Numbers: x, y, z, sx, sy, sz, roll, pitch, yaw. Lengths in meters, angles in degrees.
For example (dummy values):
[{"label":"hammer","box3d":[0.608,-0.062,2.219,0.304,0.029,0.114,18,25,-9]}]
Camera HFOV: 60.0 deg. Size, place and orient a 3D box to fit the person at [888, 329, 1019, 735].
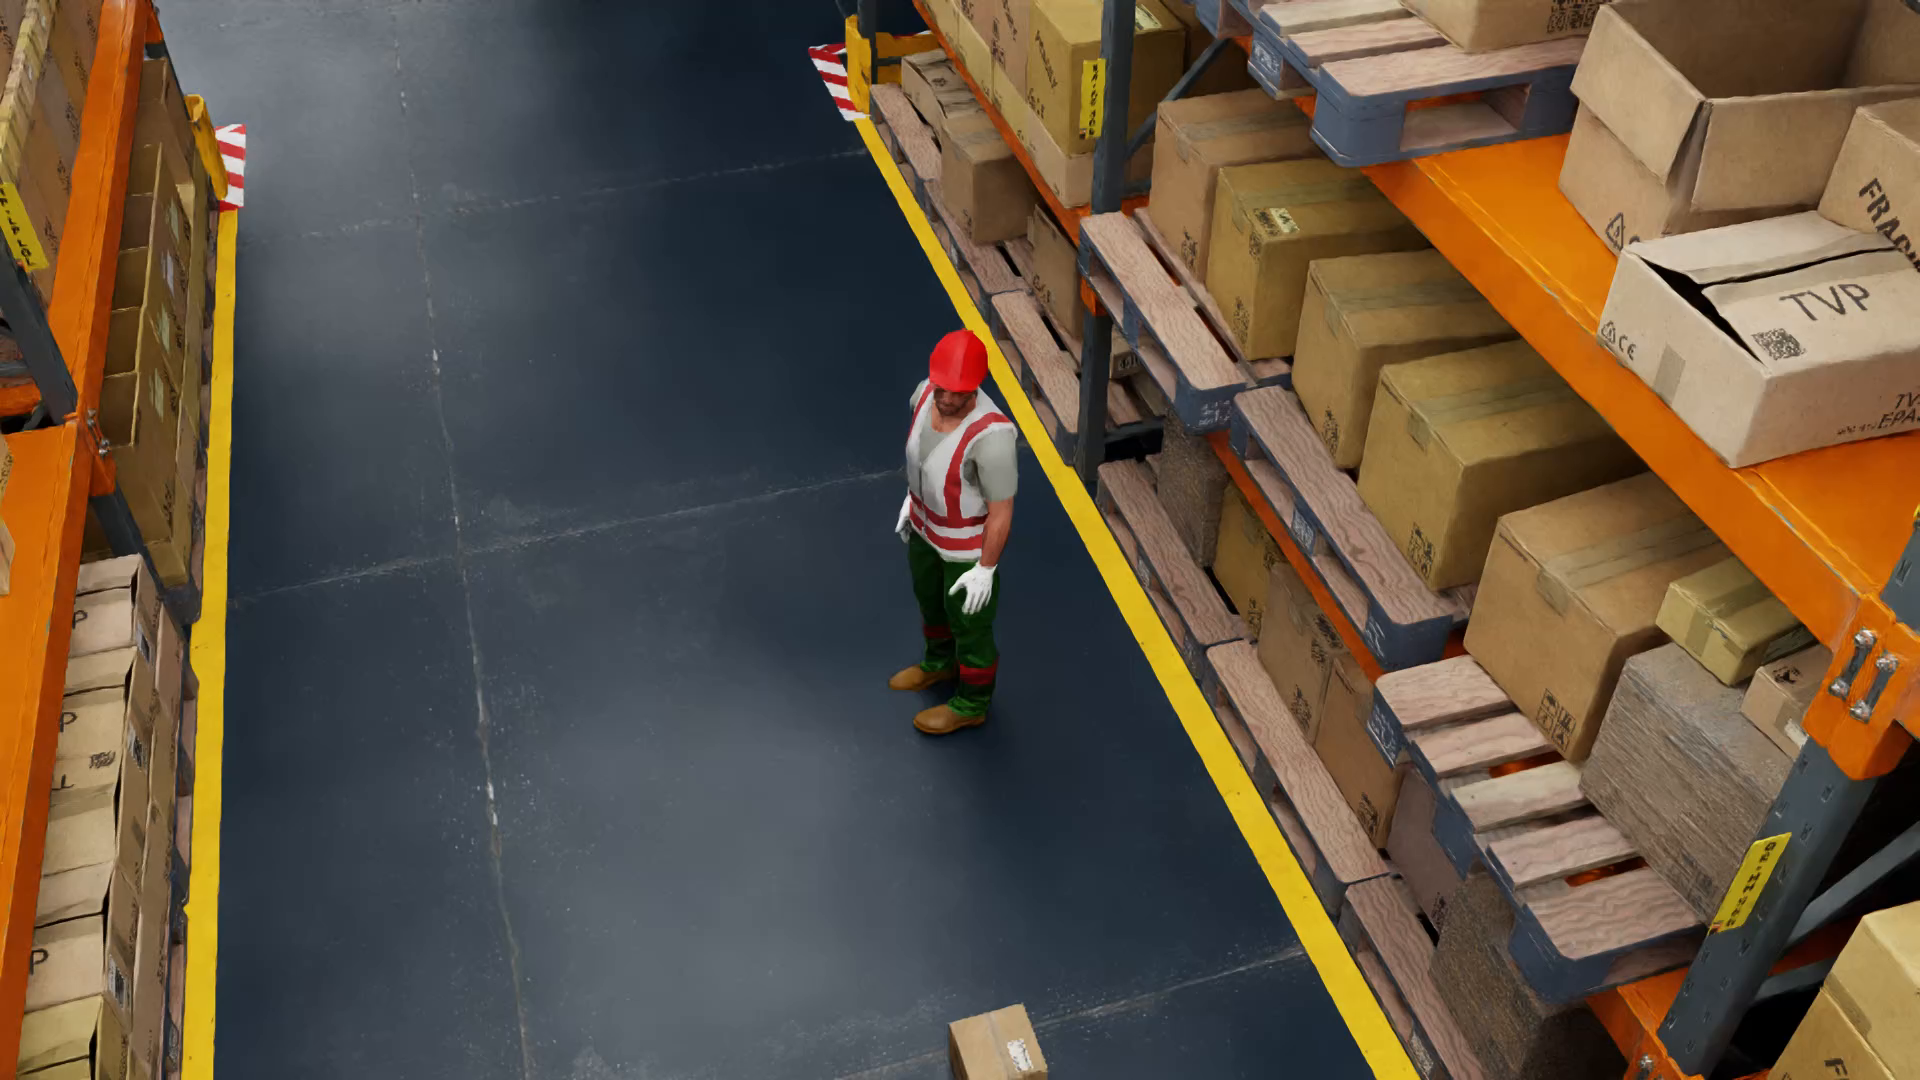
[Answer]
[{"label":"person","box3d":[-0.036,0.008,6.131,0.405,1.832,0.594,-25,48,-25]}]
